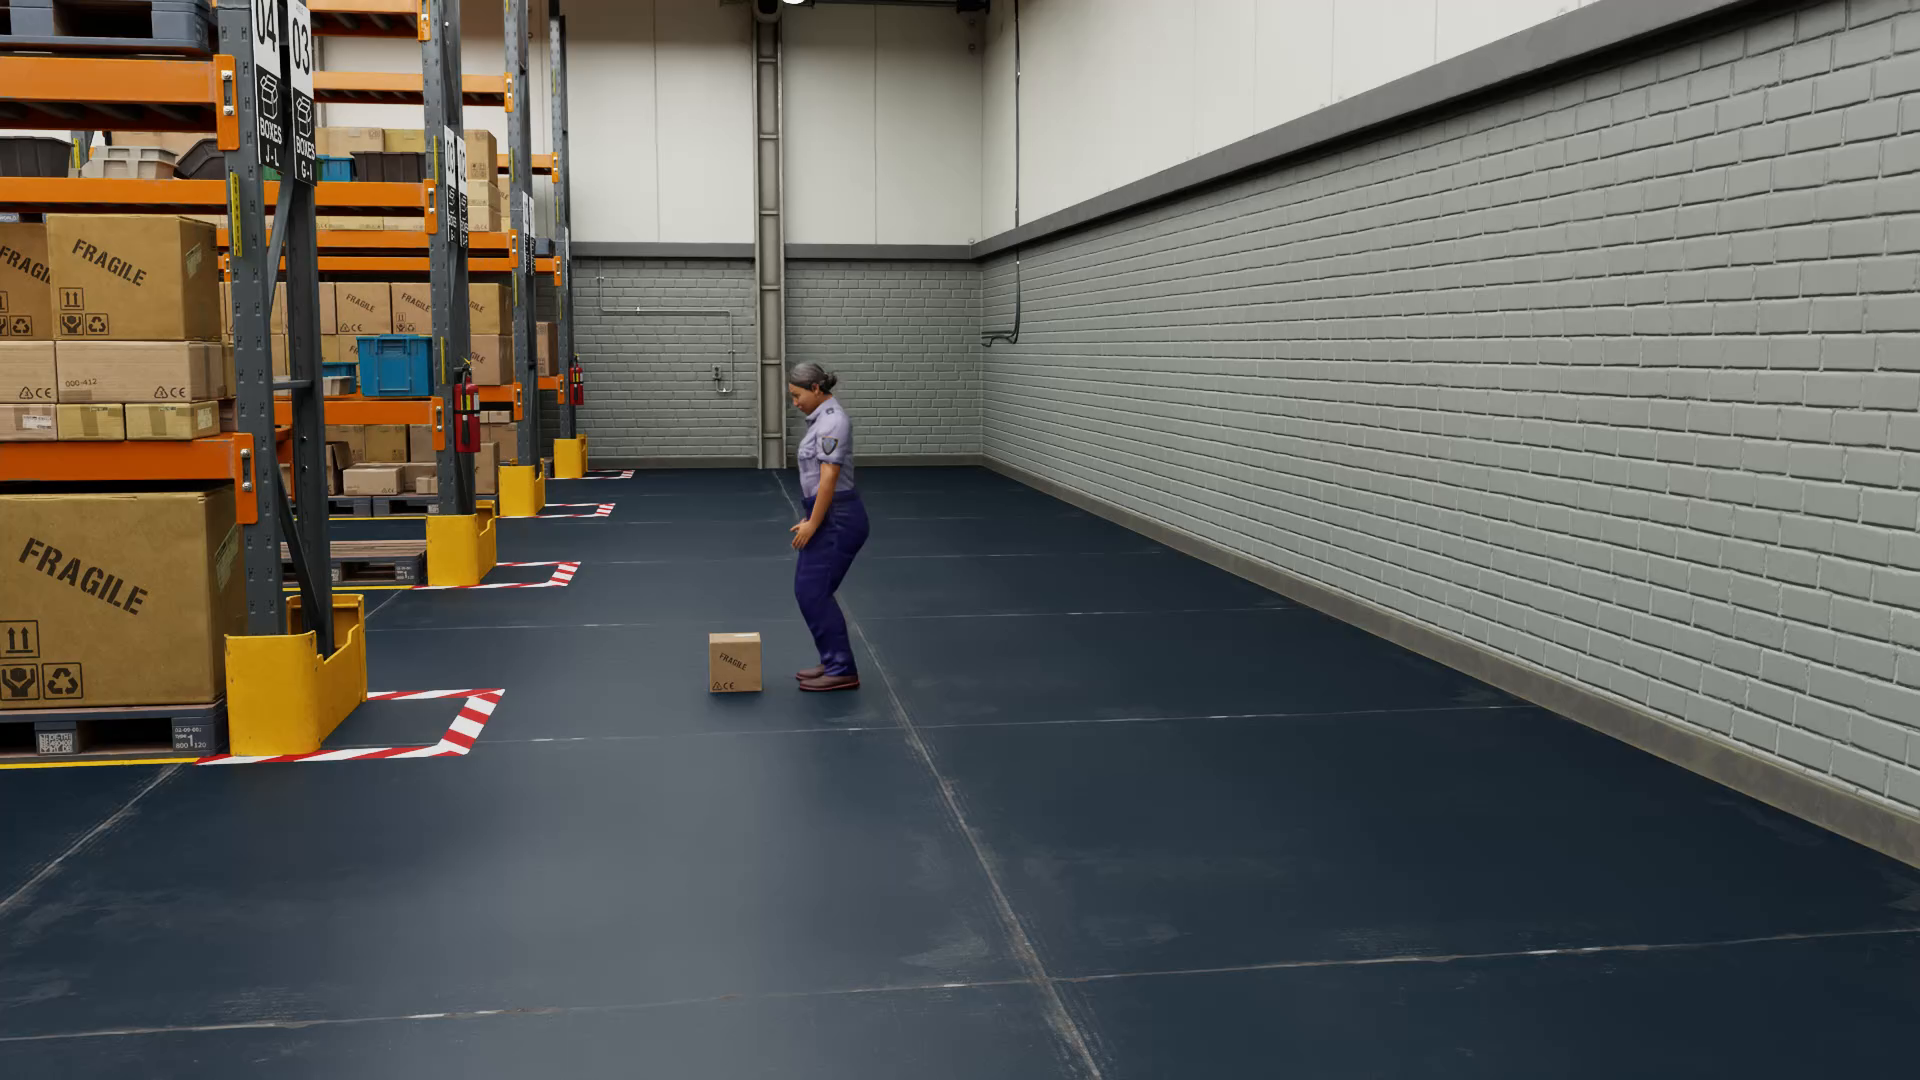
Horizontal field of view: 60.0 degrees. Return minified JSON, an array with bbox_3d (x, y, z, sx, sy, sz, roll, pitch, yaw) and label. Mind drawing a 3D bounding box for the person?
[{"bbox_3d":[-0.647,-0.066,8.213,0.397,1.607,0.496,-1,7,-7],"label":"person"}]
